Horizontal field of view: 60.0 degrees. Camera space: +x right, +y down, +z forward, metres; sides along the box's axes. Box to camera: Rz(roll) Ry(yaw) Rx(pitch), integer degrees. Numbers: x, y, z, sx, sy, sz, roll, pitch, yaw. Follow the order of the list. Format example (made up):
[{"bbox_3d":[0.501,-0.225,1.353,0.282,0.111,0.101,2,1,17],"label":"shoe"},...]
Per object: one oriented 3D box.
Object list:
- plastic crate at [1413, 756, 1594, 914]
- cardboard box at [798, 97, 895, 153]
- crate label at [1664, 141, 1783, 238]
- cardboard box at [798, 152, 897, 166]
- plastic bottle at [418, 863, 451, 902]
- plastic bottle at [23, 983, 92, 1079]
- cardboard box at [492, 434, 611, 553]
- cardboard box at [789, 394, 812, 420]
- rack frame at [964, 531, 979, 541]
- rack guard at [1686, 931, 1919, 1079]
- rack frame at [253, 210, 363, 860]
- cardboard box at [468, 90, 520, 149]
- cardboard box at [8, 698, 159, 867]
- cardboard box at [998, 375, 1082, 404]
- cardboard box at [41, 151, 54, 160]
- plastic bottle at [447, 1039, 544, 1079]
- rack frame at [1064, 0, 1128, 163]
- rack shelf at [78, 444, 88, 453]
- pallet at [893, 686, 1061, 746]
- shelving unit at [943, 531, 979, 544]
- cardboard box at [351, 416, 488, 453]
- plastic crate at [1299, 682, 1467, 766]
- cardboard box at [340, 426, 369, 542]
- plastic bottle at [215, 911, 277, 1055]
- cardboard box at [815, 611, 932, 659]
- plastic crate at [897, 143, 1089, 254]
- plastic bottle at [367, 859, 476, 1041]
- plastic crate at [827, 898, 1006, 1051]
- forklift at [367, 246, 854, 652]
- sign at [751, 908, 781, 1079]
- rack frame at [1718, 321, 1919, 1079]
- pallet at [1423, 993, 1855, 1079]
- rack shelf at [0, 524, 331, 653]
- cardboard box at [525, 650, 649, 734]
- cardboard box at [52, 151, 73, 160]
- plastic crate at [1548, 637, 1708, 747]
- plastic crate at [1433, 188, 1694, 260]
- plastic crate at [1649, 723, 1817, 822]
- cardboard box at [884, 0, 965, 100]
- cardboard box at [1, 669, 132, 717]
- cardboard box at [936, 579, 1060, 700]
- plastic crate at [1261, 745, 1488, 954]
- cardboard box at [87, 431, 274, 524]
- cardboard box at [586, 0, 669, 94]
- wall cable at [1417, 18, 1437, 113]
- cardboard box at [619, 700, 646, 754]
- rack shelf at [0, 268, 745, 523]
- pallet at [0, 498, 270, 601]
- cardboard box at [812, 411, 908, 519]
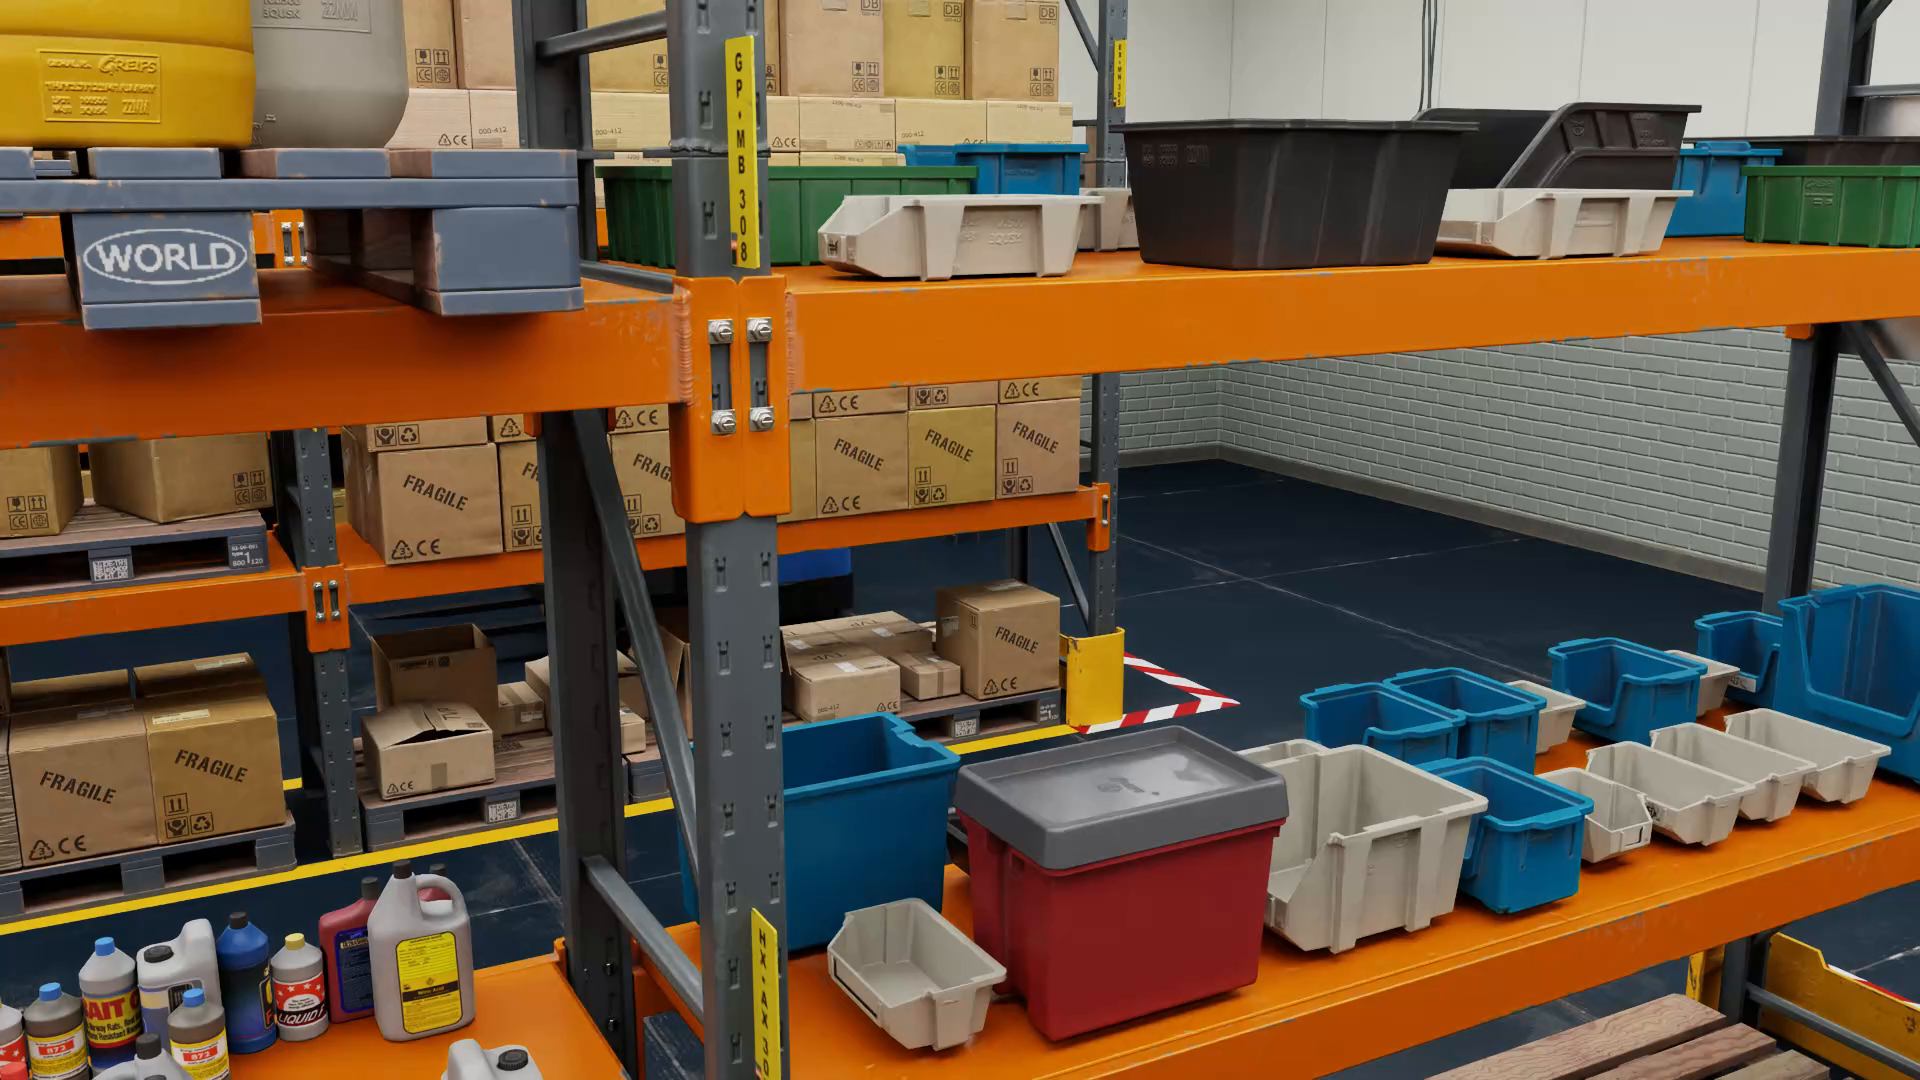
[{"bbox_3d":[1.253,0.697,3.925,0.300,0.233,0.416,-7,14,-28],"label":"plastic crate"},{"bbox_3d":[-0.646,-2.002,8.046,0.500,0.250,0.500,-7,14,-28],"label":"cardboard box"},{"bbox_3d":[1.968,-0.977,4.625,0.502,0.251,0.408,-7,14,-28],"label":"crate label"},{"bbox_3d":[-0.639,-1.756,8.088,0.500,0.250,0.500,-7,14,-28],"label":"cardboard box"},{"bbox_3d":[-1.105,0.813,3.430,0.133,0.283,0.061,-7,14,-28],"label":"plastic bottle"},{"bbox_3d":[-1.689,0.928,3.107,0.097,0.201,0.097,0,13,0],"label":"plastic bottle"},{"bbox_3d":[-1.923,-0.259,7.703,0.500,0.500,0.500,-7,14,-27],"label":"cardboard box"},{"bbox_3d":[-1.043,-0.850,8.049,0.500,0.500,0.500,-6,14,-26],"label":"cardboard box"},{"bbox_3d":[0.096,-0.451,13.562,0.006,0.900,0.240,-7,14,-28],"label":"rack frame"},{"bbox_3d":[2.947,1.594,5.390,0.348,0.500,1.175,-7,14,-28],"label":"rack guard"},{"bbox_3d":[-2.949,-0.155,7.467,0.127,3.000,1.000,-7,14,-28],"label":"rack frame"},{"bbox_3d":[-1.965,-1.845,7.349,0.500,0.250,0.500,-7,14,-28],"label":"cardboard box"},{"bbox_3d":[-3.683,1.007,6.993,0.500,0.500,0.500,-7,14,-28],"label":"cardboard box"},{"bbox_3d":[0.303,-1.013,8.772,0.500,0.500,0.500,-7,14,-28],"label":"cardboard box"},{"bbox_3d":[-6.151,-2.765,11.001,0.500,0.500,0.700,-8,15,-31],"label":"cardboard box"},{"bbox_3d":[-0.770,0.964,2.776,0.135,0.276,0.152,-7,14,-28],"label":"plastic bottle"},{"bbox_3d":[0.562,-3.503,8.678,0.127,3.000,1.000,-7,14,-28],"label":"rack frame"},{"bbox_3d":[-7.081,-0.548,10.851,4.000,0.370,1.077,-7,14,-28],"label":"rack shelf"},{"bbox_3d":[-0.204,0.877,9.234,1.213,0.211,1.003,-7,14,-28],"label":"pallet"},{"bbox_3d":[0.007,-0.440,13.514,0.210,0.900,0.258,-7,14,-28],"label":"shelving unit"},{"bbox_3d":[-2.400,-0.687,7.325,0.500,0.500,0.500,-6,14,-26],"label":"cardboard box"},{"bbox_3d":[1.139,0.564,4.515,0.300,0.233,0.416,-7,14,-28],"label":"plastic crate"},{"bbox_3d":[-2.633,-0.306,7.909,0.500,0.500,0.500,-7,14,-27],"label":"cardboard box"},{"bbox_3d":[-1.400,0.859,3.254,0.097,0.271,0.097,0,13,0],"label":"plastic bottle"},{"bbox_3d":[-0.490,0.606,9.345,0.500,0.250,0.500,-7,14,-28],"label":"cardboard box"},{"bbox_3d":[0.067,-0.739,3.611,0.300,0.233,0.416,-7,14,-28],"label":"plastic crate"},{"bbox_3d":[-1.078,0.803,3.323,0.185,0.351,0.144,-7,14,-28],"label":"plastic bottle"},{"bbox_3d":[-0.102,0.878,3.341,0.243,0.136,0.396,-7,14,-28],"label":"plastic crate"},{"bbox_3d":[-2.254,-0.834,10.640,3.031,2.935,1.130,-7,15,-30],"label":"forklift"},{"bbox_3d":[-0.317,0.771,2.721,0.005,0.325,0.100,-7,14,-28],"label":"sign"},{"bbox_3d":[2.932,0.379,5.093,0.127,3.000,1.000,-7,14,-28],"label":"rack frame"},{"bbox_3d":[2.190,1.819,5.047,1.213,0.211,1.003,-7,14,-28],"label":"pallet"},{"bbox_3d":[-4.704,0.406,6.611,4.000,0.370,1.077,-7,14,-28],"label":"rack shelf"},{"bbox_3d":[-1.926,0.749,8.573,0.500,0.311,0.500,-7,14,-28],"label":"cardboard box"},{"bbox_3d":[-3.426,-1.882,6.897,0.600,0.600,0.600,-8,15,-33],"label":"cardboard box"},{"bbox_3d":[1.980,0.463,4.963,0.300,0.233,0.416,-7,14,-28],"label":"plastic crate"},{"bbox_3d":[1.237,-0.690,3.614,0.530,0.136,0.437,-7,14,-28],"label":"plastic crate"},{"bbox_3d":[2.042,0.627,4.456,0.243,0.136,0.396,-7,14,-28],"label":"plastic crate"},{"bbox_3d":[-0.360,-2.482,8.471,0.500,0.500,0.700,-7,14,-28],"label":"cardboard box"},{"bbox_3d":[-3.953,0.912,7.416,0.500,0.500,0.500,-7,14,-27],"label":"cardboard box"},{"bbox_3d":[0.203,0.534,9.097,0.500,0.500,0.500,-7,14,-28],"label":"cardboard box"},{"bbox_3d":[0.850,0.703,3.786,0.530,0.282,0.437,-7,14,-28],"label":"plastic crate"},{"bbox_3d":[-3.472,-0.402,7.380,0.700,0.500,0.500,11,17,41],"label":"cardboard box"},{"bbox_3d":[-1.598,-2.293,7.628,0.500,0.500,0.700,-7,14,-28],"label":"cardboard box"},{"bbox_3d":[3.321,-3.468,15.597,0.112,2.526,3.097,-7,14,-28],"label":"wall cable"},{"bbox_3d":[-1.722,0.917,8.153,0.250,0.166,0.380,-7,14,-28],"label":"cardboard box"},{"bbox_3d":[-2.334,-0.102,2.038,4.000,0.370,1.077,-7,14,-28],"label":"rack shelf"},{"bbox_3d":[-3.703,0.002,7.207,1.213,0.211,1.003,-7,14,-28],"label":"pallet"},{"bbox_3d":[-0.595,-0.418,8.409,0.500,0.500,0.500,-7,14,-27],"label":"cardboard box"}]
